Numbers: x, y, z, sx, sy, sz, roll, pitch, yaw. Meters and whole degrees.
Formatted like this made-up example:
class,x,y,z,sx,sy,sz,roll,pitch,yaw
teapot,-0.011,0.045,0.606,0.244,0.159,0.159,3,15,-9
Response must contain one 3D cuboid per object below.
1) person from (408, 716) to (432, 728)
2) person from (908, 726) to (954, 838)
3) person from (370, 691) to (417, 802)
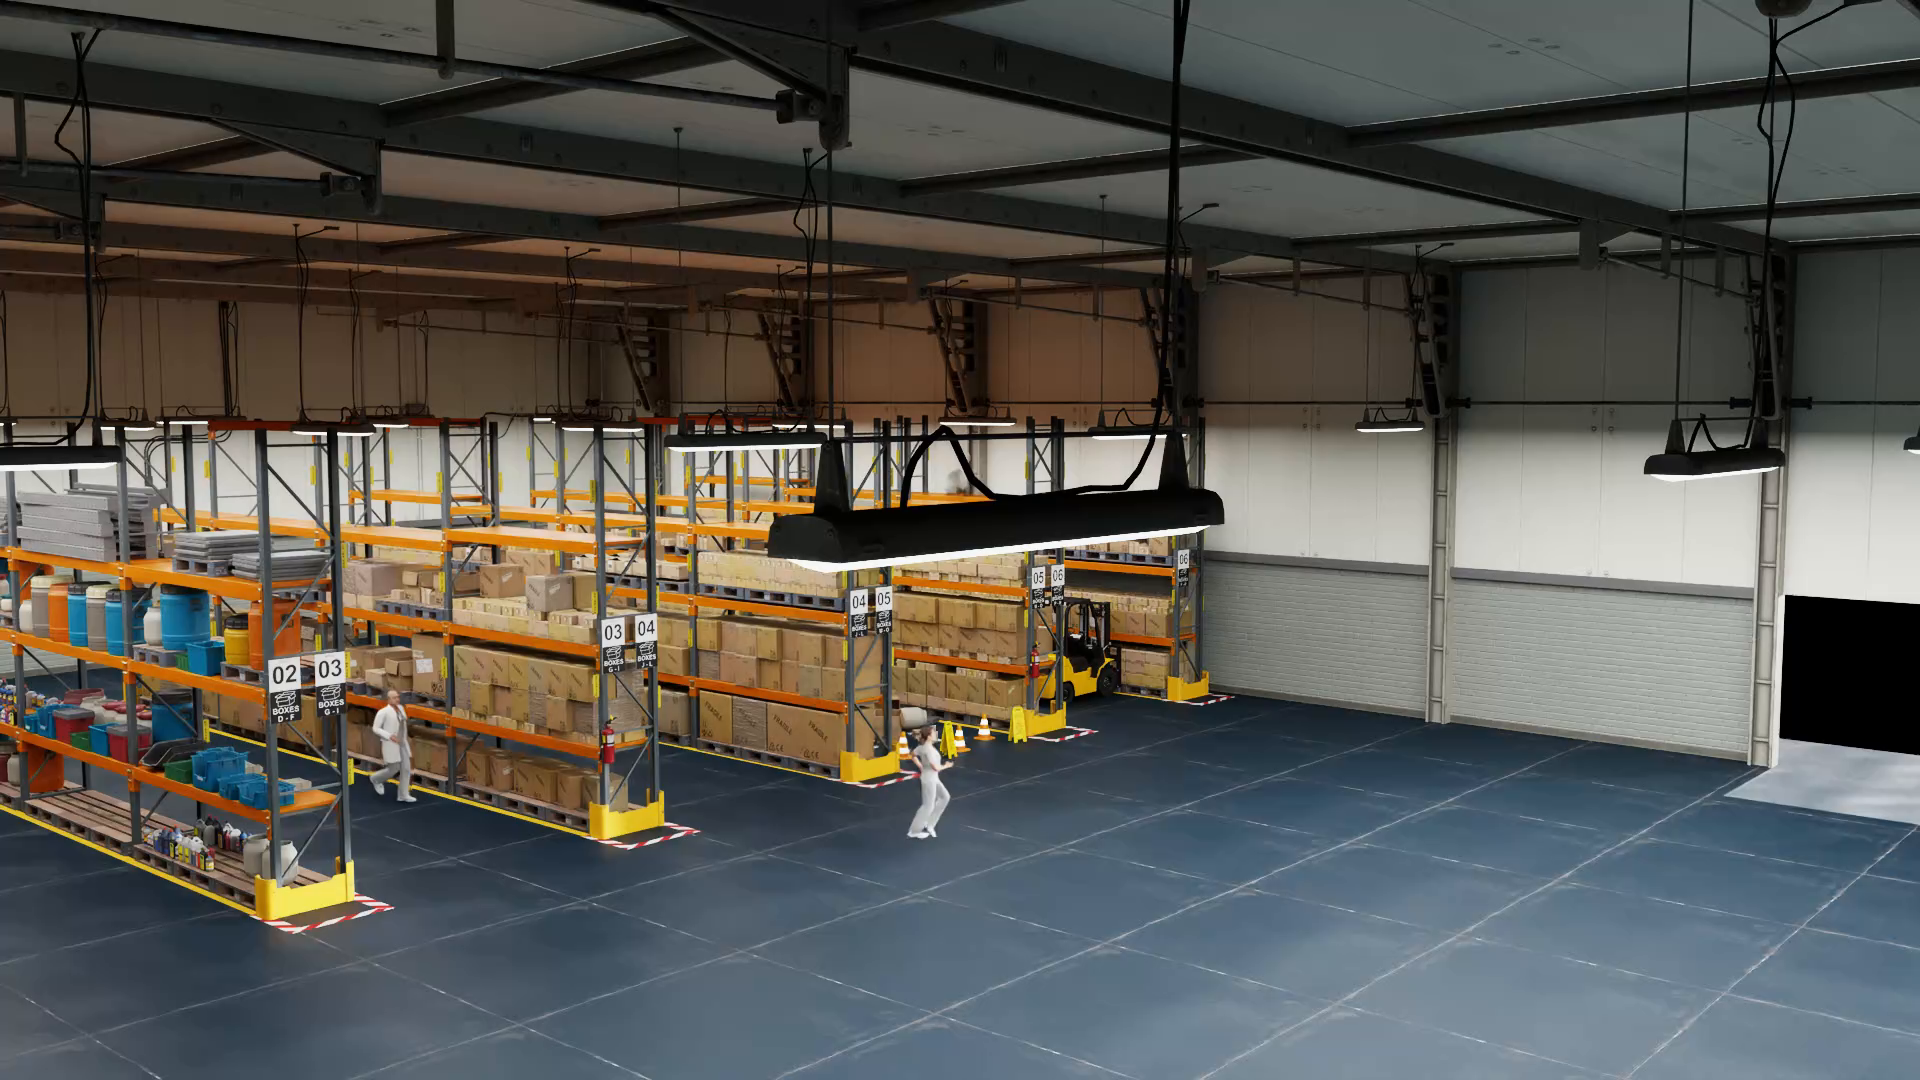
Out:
class,x,y,z,sx,sy,sz,roll,pitch,yaw
person,-10.220,2.920,31.648,0.675,1.559,0.553,3,6,31
person,-0.426,3.497,24.046,0.674,1.661,0.536,-1,5,-8
person,-8.965,3.255,26.325,0.921,1.751,0.720,3,5,29
